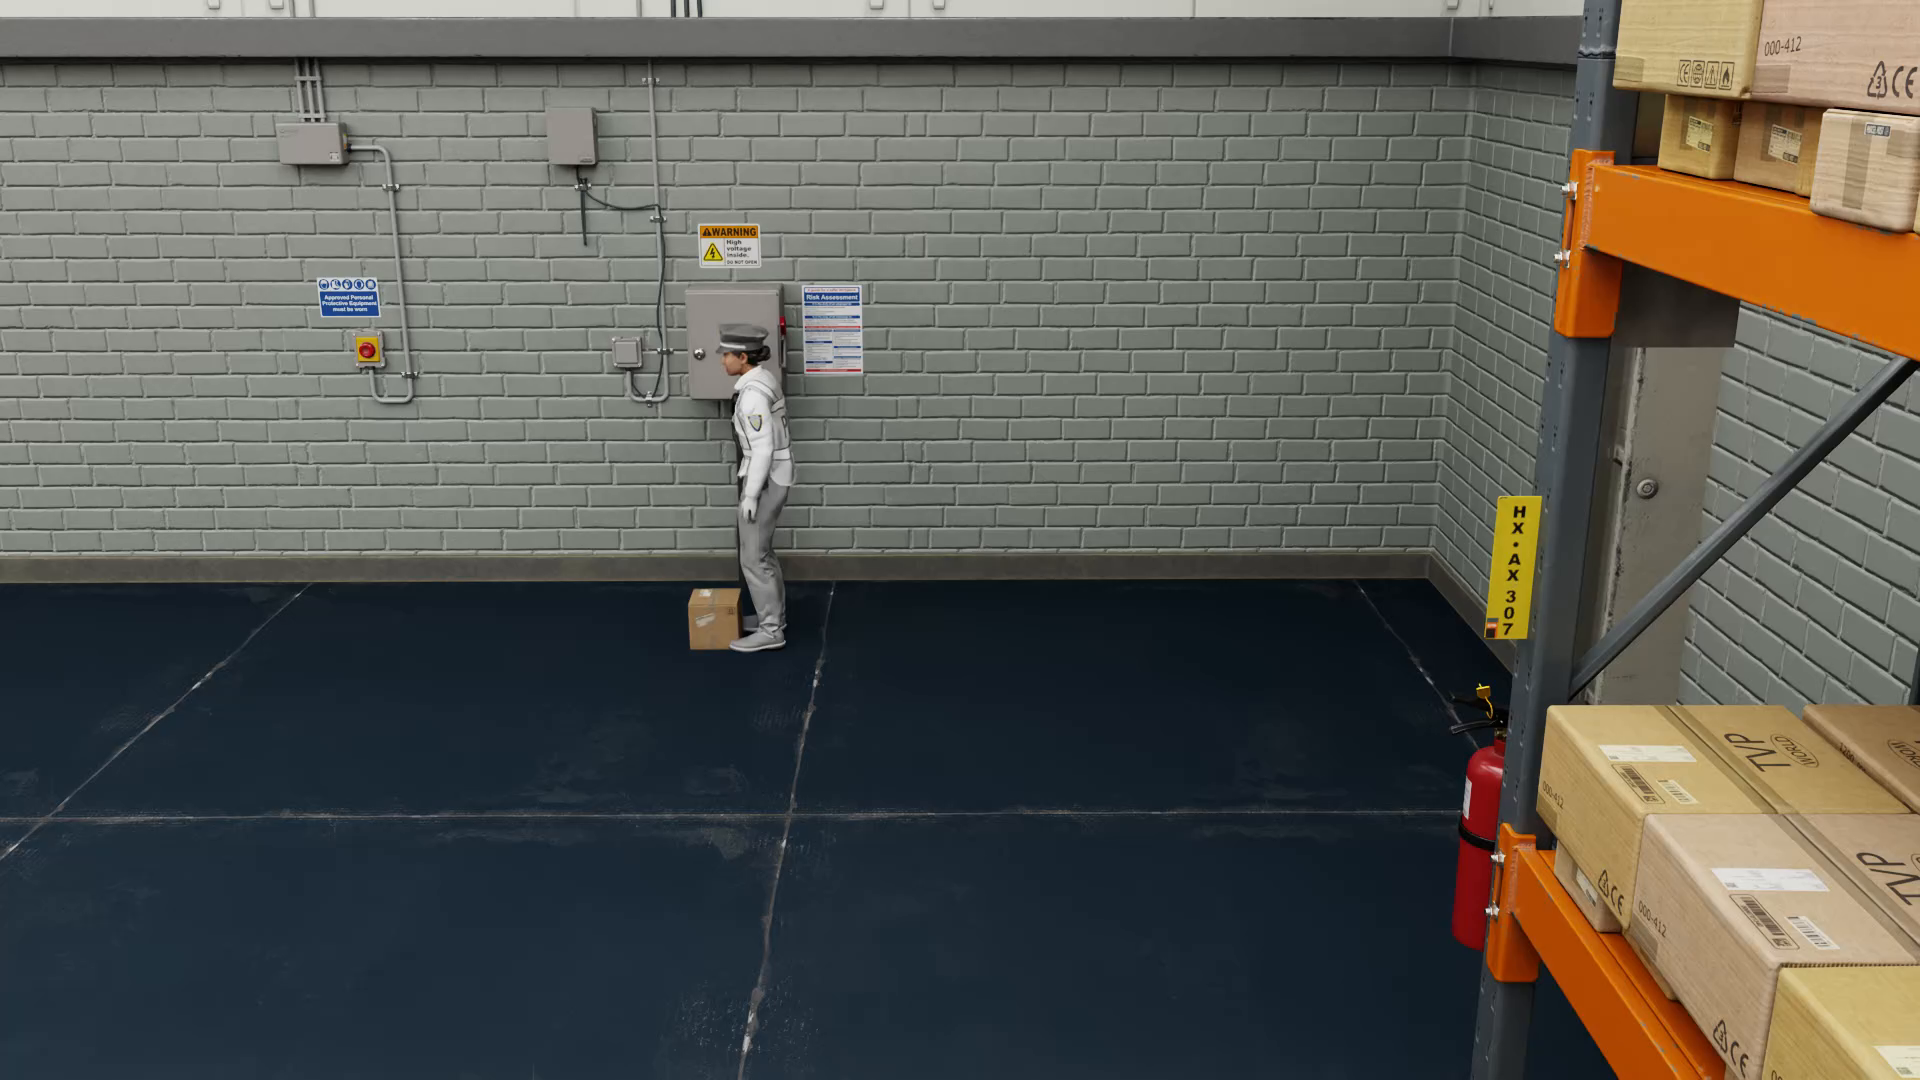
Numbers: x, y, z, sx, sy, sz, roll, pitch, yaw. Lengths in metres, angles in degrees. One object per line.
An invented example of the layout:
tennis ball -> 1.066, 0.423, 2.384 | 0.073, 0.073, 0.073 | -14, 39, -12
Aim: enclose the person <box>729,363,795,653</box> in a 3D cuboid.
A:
person -> -1.011, -0.172, 8.436 | 0.357, 1.460, 0.520 | -1, 17, -3
